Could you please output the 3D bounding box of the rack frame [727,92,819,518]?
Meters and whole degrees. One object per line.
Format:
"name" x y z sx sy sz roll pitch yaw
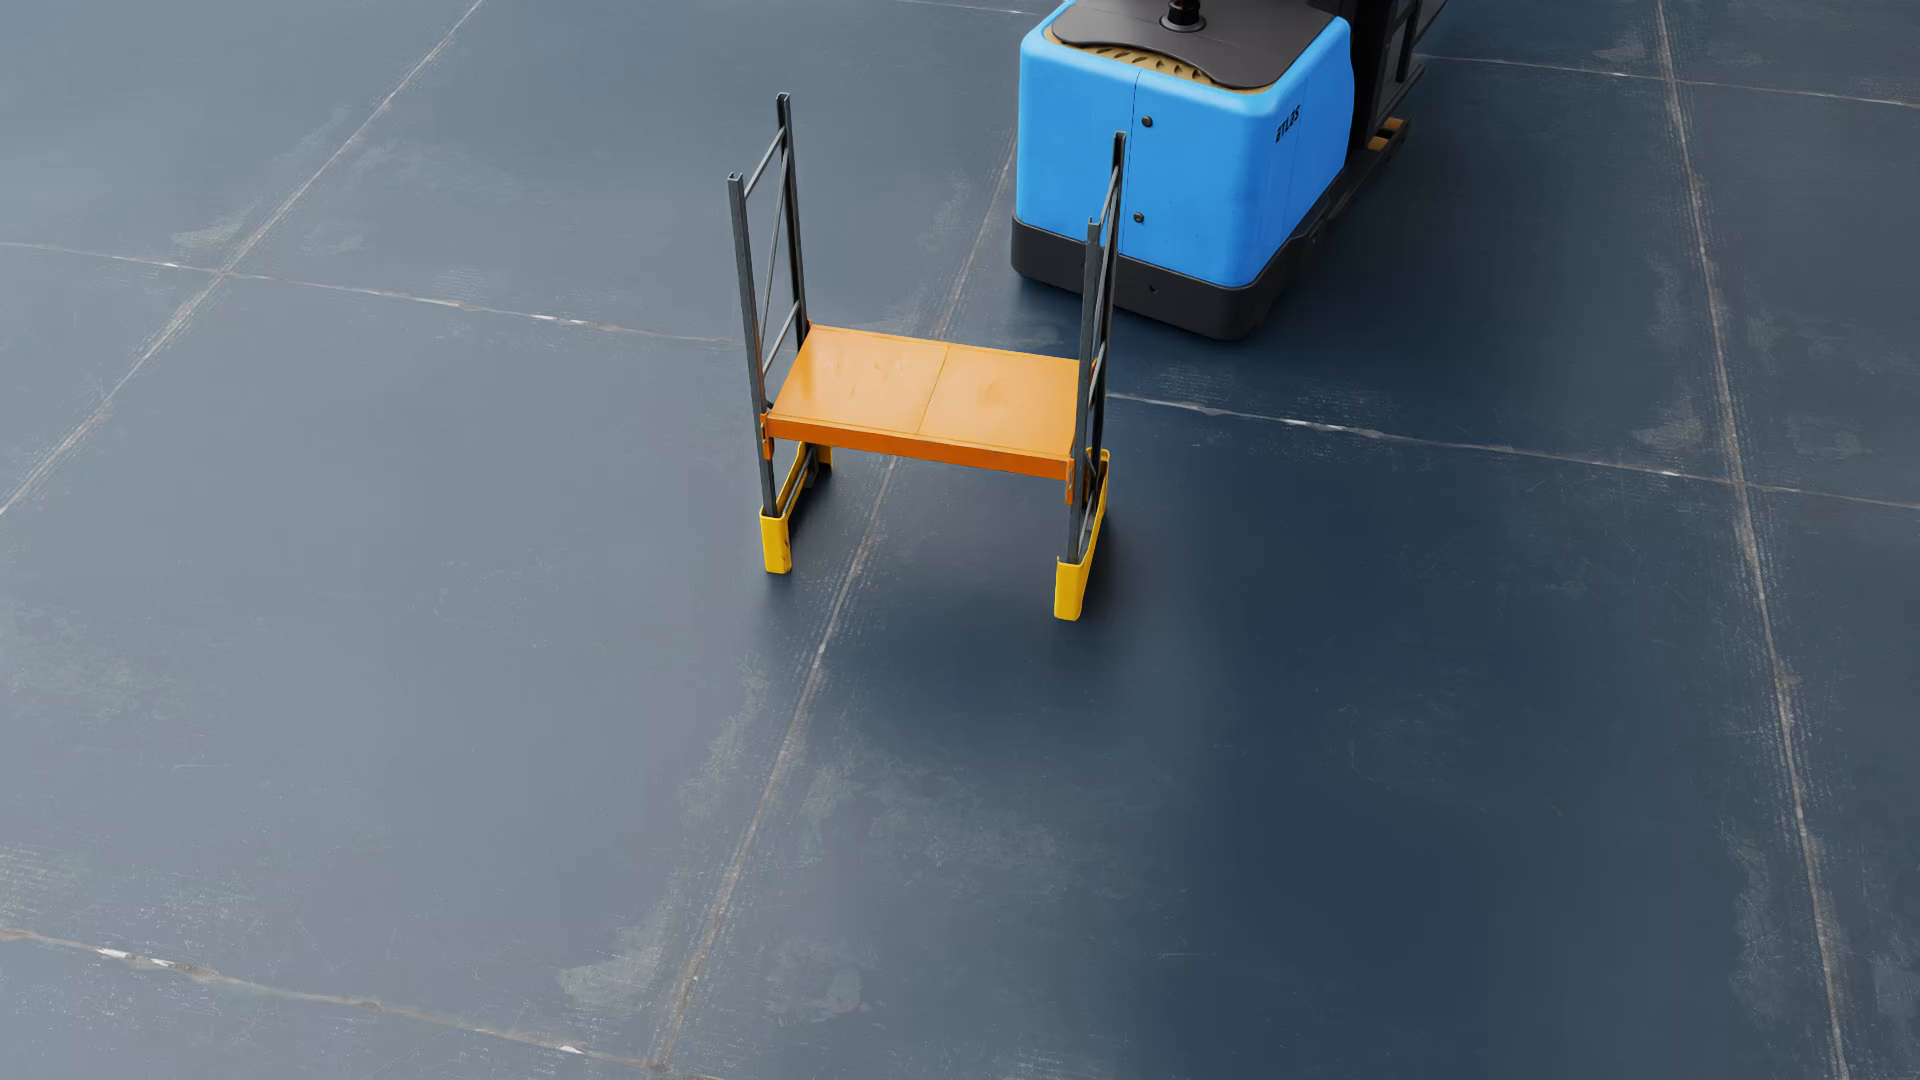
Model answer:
"rack frame" -0.579 -0.630 5.323 0.032 1.500 0.500 9 45 9

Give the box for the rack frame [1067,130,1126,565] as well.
"rack frame" 0.413 -0.476 5.163 0.032 1.500 0.500 9 45 9

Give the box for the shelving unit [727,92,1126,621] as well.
"shelving unit" -0.074 -0.552 5.242 1.083 1.500 0.587 9 45 9

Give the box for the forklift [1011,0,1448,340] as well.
"forklift" 1.386 -2.840 6.587 1.130 2.935 3.031 22 48 21

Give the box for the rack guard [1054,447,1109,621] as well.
"rack guard" 0.412 -0.026 5.597 0.087 0.250 0.587 9 45 9

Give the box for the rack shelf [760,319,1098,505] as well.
"rack shelf" -0.083 -0.424 5.368 1.000 0.185 0.538 9 45 9

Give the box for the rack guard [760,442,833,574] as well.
"rack guard" -0.560 -0.177 5.754 0.087 0.250 0.587 9 45 9
